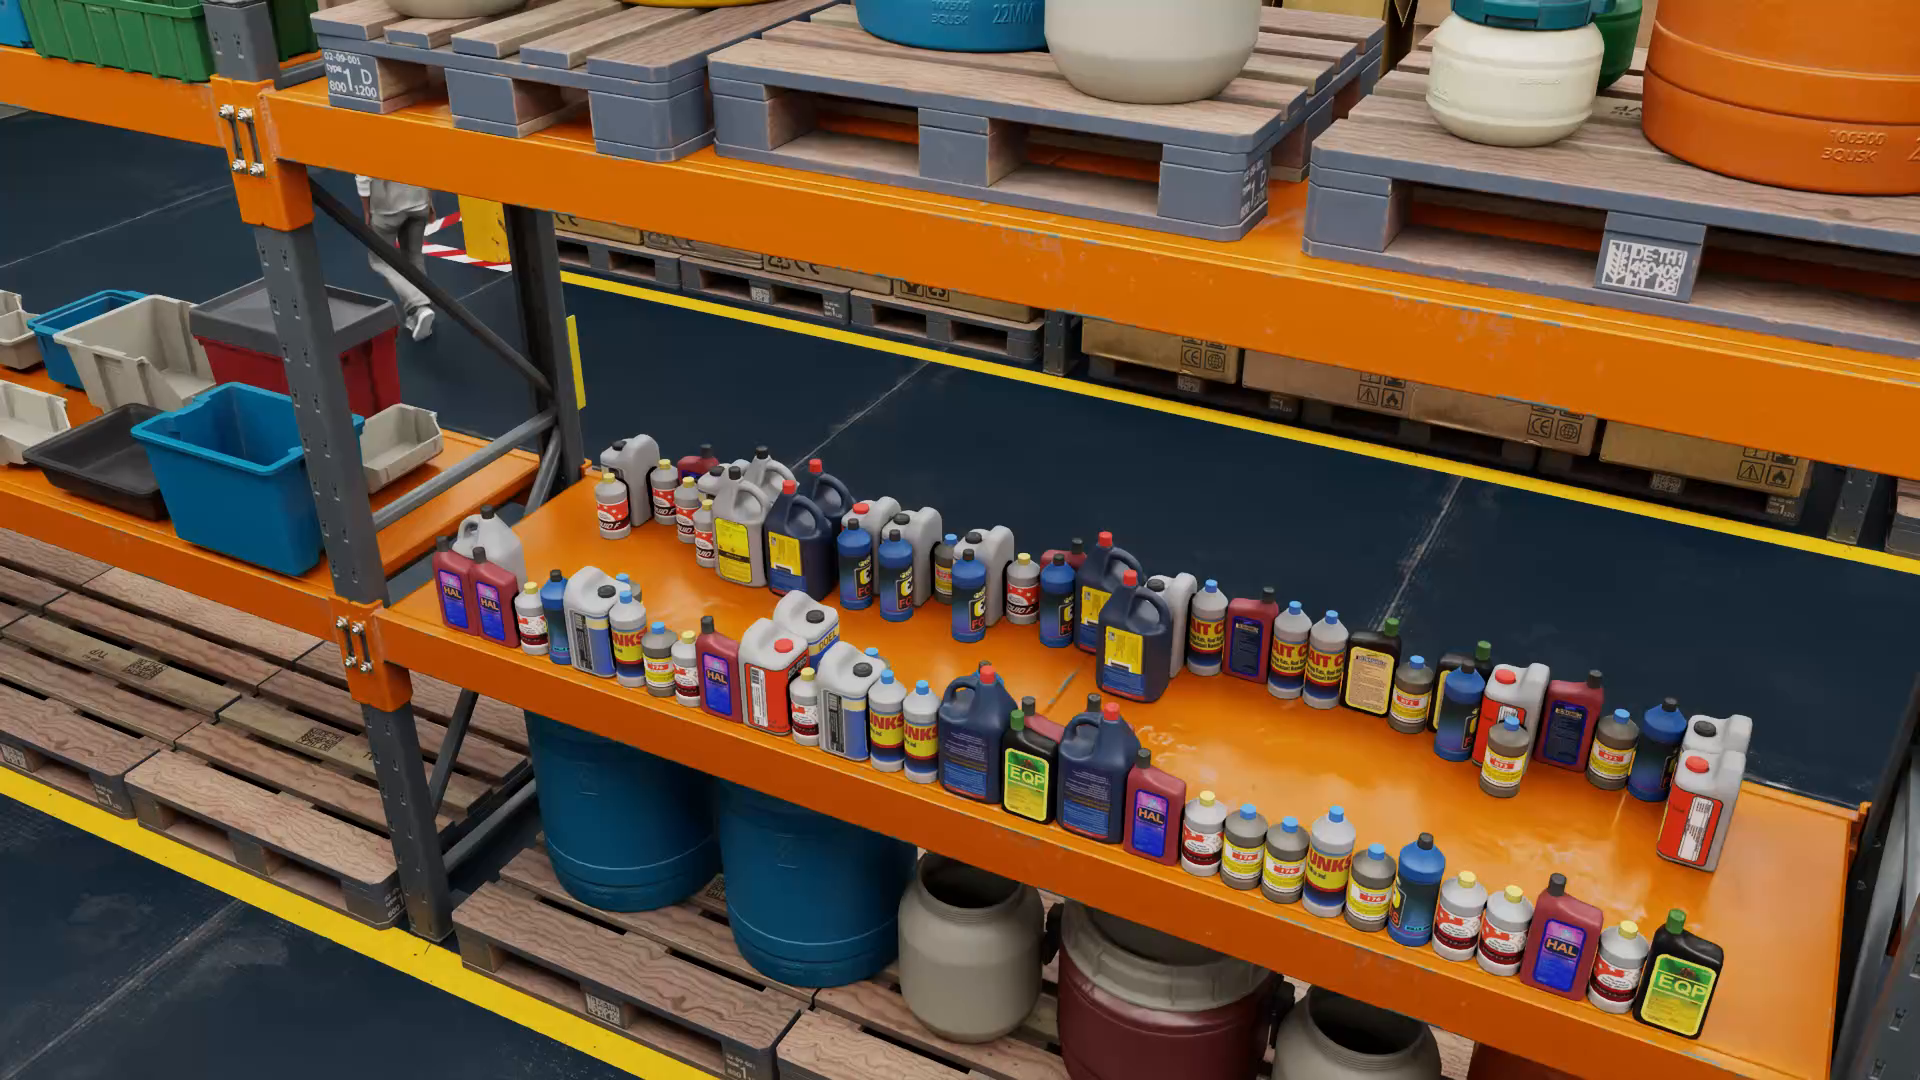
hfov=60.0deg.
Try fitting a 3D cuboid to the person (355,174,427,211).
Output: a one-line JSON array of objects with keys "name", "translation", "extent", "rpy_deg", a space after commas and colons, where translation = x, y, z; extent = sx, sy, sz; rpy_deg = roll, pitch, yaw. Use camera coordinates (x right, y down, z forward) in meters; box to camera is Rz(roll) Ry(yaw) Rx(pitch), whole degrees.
[{"name": "person", "translation": [-3.129, -2.087, 9.110], "extent": [0.278, 0.543, 0.417], "rpy_deg": [27, 40, 38]}]
